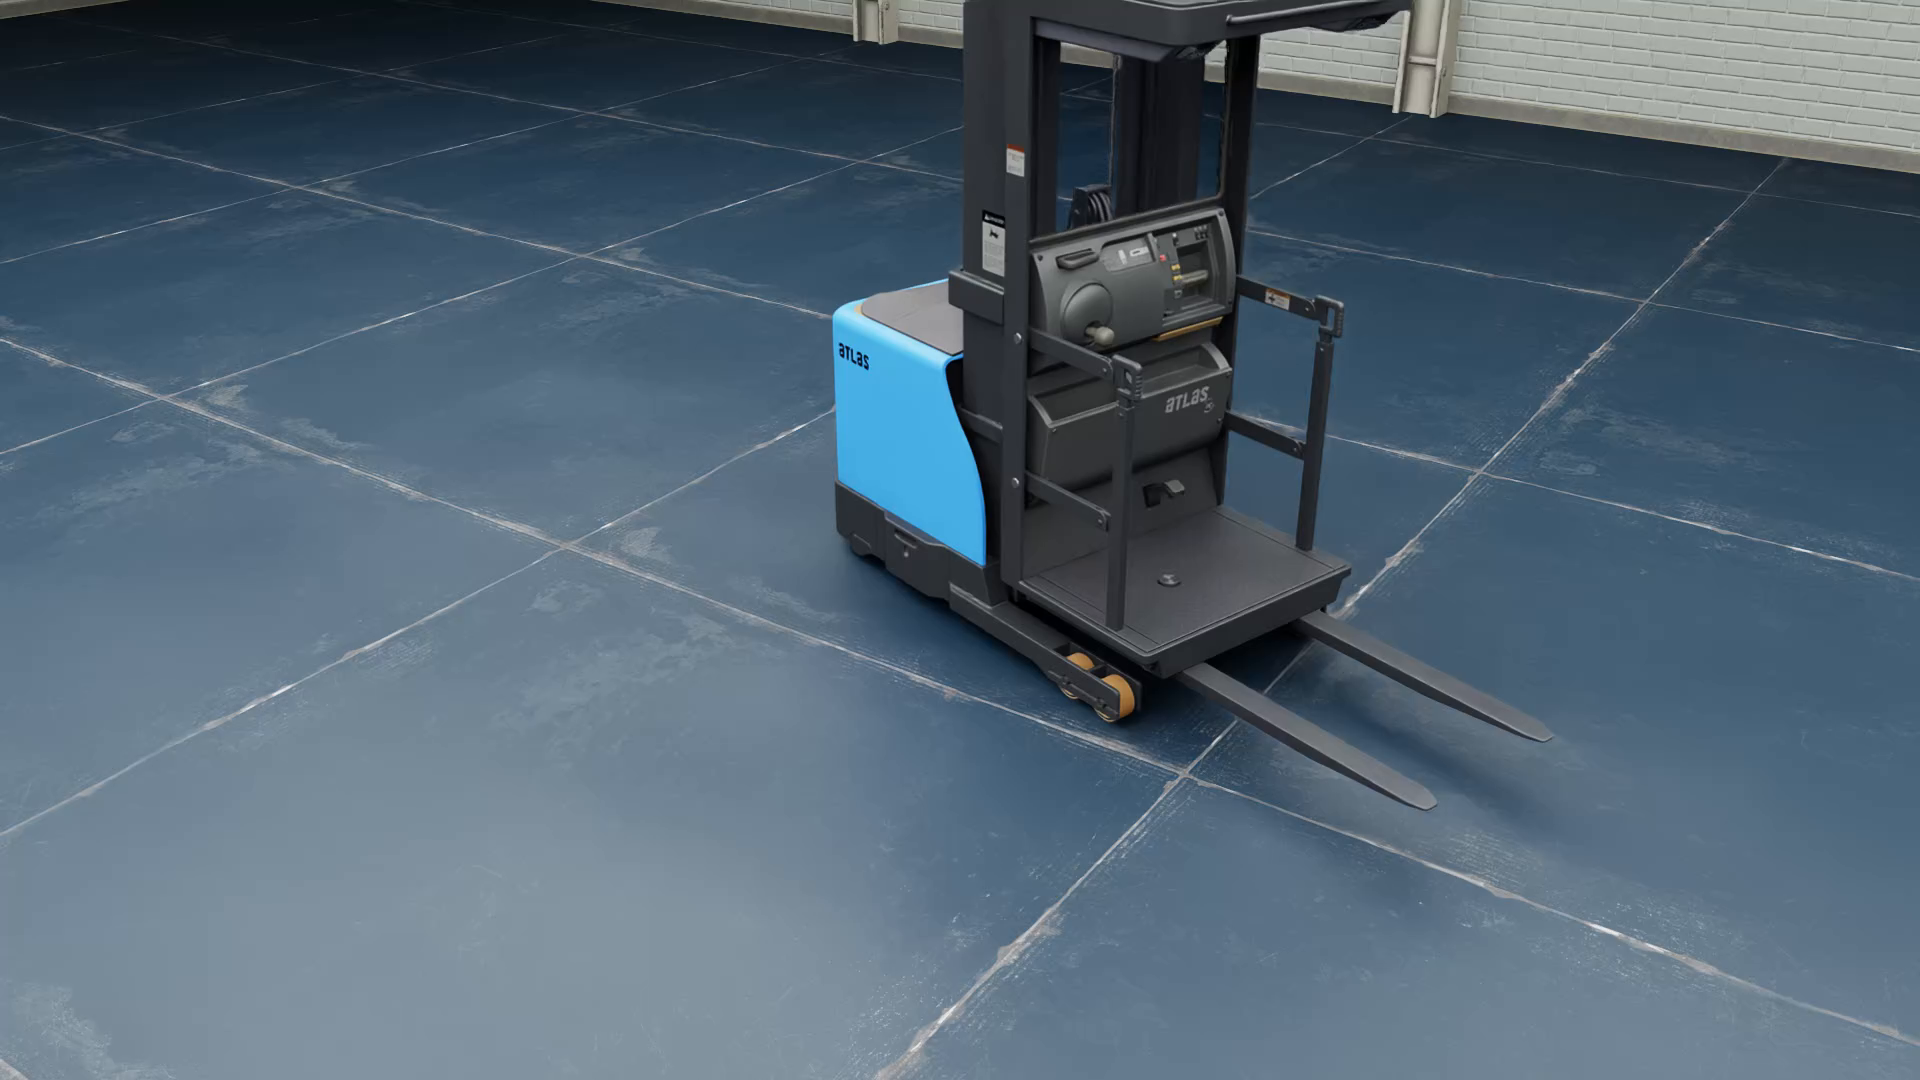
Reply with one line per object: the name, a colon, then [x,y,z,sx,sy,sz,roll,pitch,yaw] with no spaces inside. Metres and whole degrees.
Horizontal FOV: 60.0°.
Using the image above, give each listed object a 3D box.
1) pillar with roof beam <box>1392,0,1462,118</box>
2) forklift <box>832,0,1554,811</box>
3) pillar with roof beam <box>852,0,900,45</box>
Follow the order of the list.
pillar with roof beam: [1.621,-6.179,9.469,0.400,9.000,9.100,17,32,30]
forklift: [0.768,-0.909,5.805,1.130,2.935,3.031,-20,33,-33]
pillar with roof beam: [-3.325,-7.719,12.497,0.400,9.000,9.100,17,32,30]
